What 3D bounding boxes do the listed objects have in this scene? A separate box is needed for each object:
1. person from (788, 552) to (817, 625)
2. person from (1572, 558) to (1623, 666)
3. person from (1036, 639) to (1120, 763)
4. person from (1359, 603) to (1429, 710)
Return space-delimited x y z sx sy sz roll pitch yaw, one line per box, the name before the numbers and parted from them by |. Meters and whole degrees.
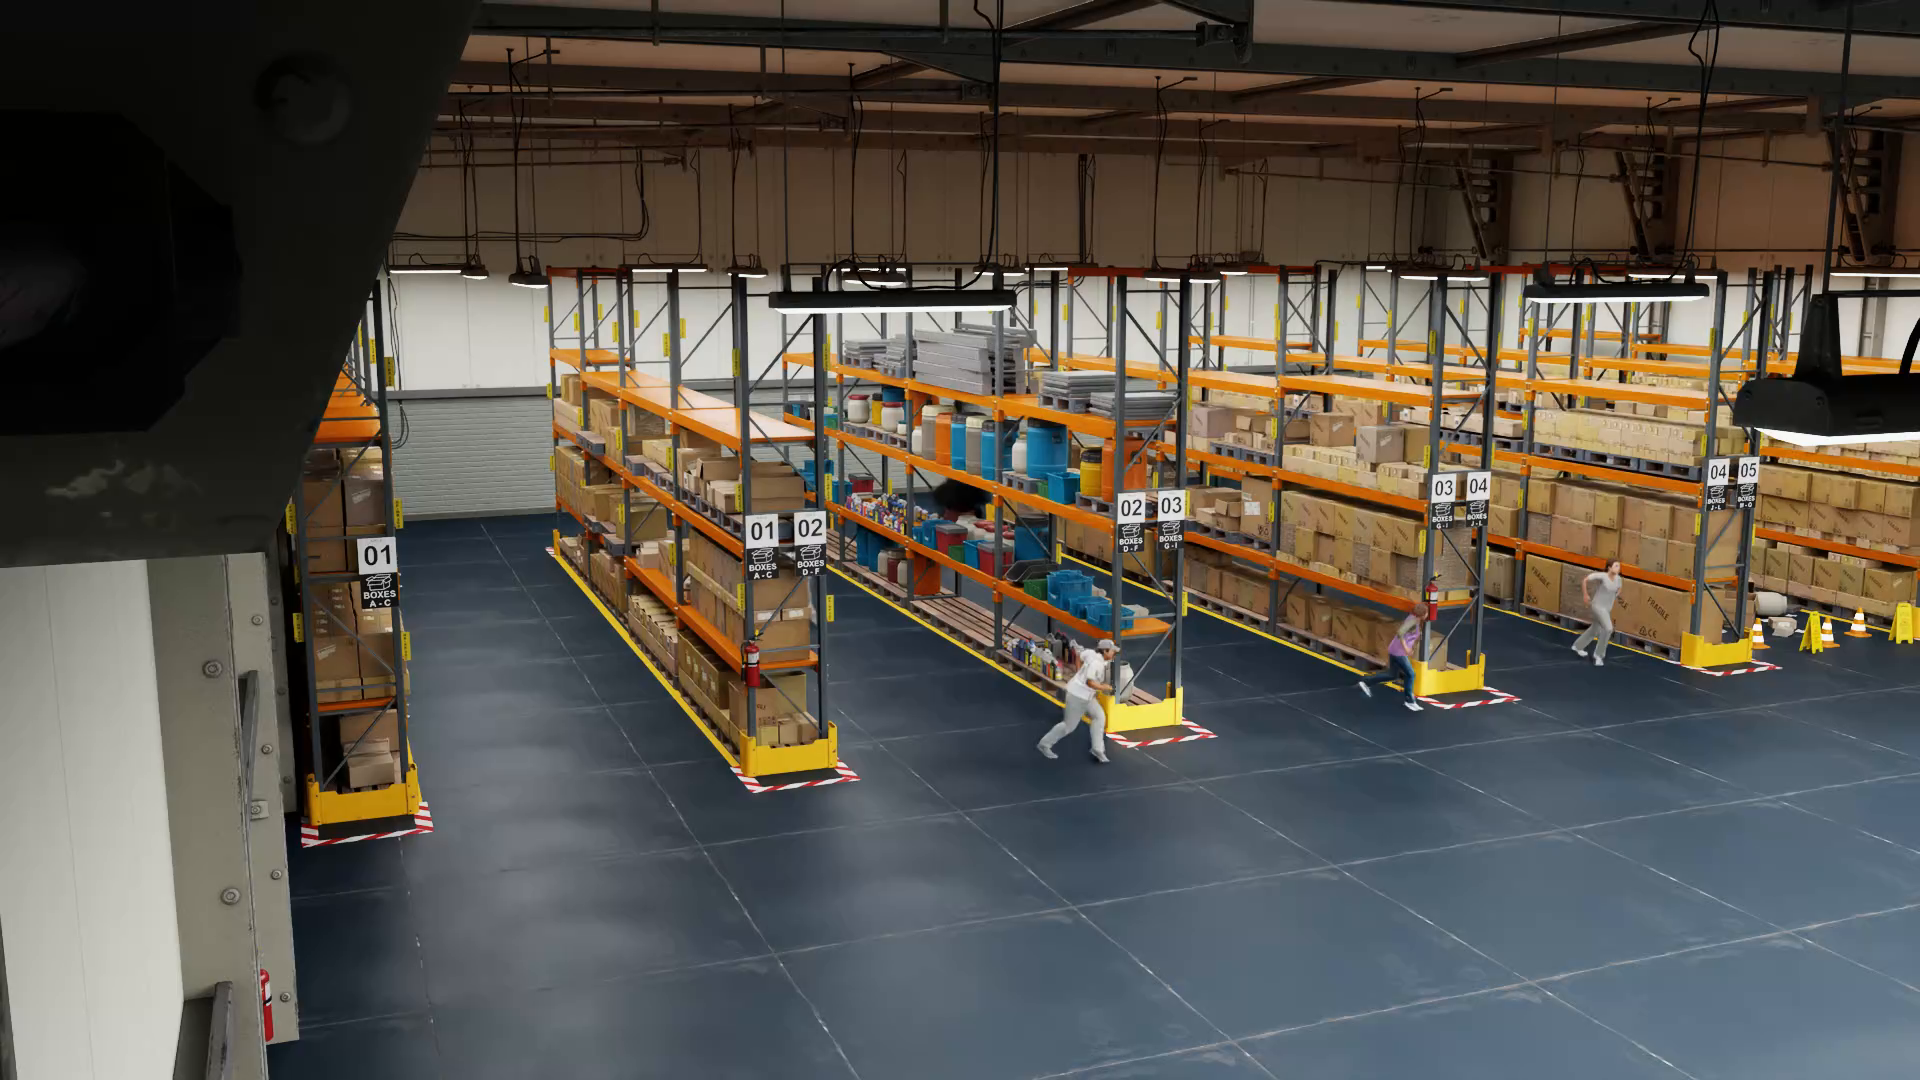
person | -2.535 0.439 27.394 0.685 1.825 0.898 -7 12 -36
person | 9.908 1.099 25.775 0.556 1.713 0.803 -6 11 -29
person | 1.471 2.017 20.728 1.031 1.627 0.649 0 10 1
person | 6.013 1.618 23.097 0.895 1.549 0.558 3 10 18
